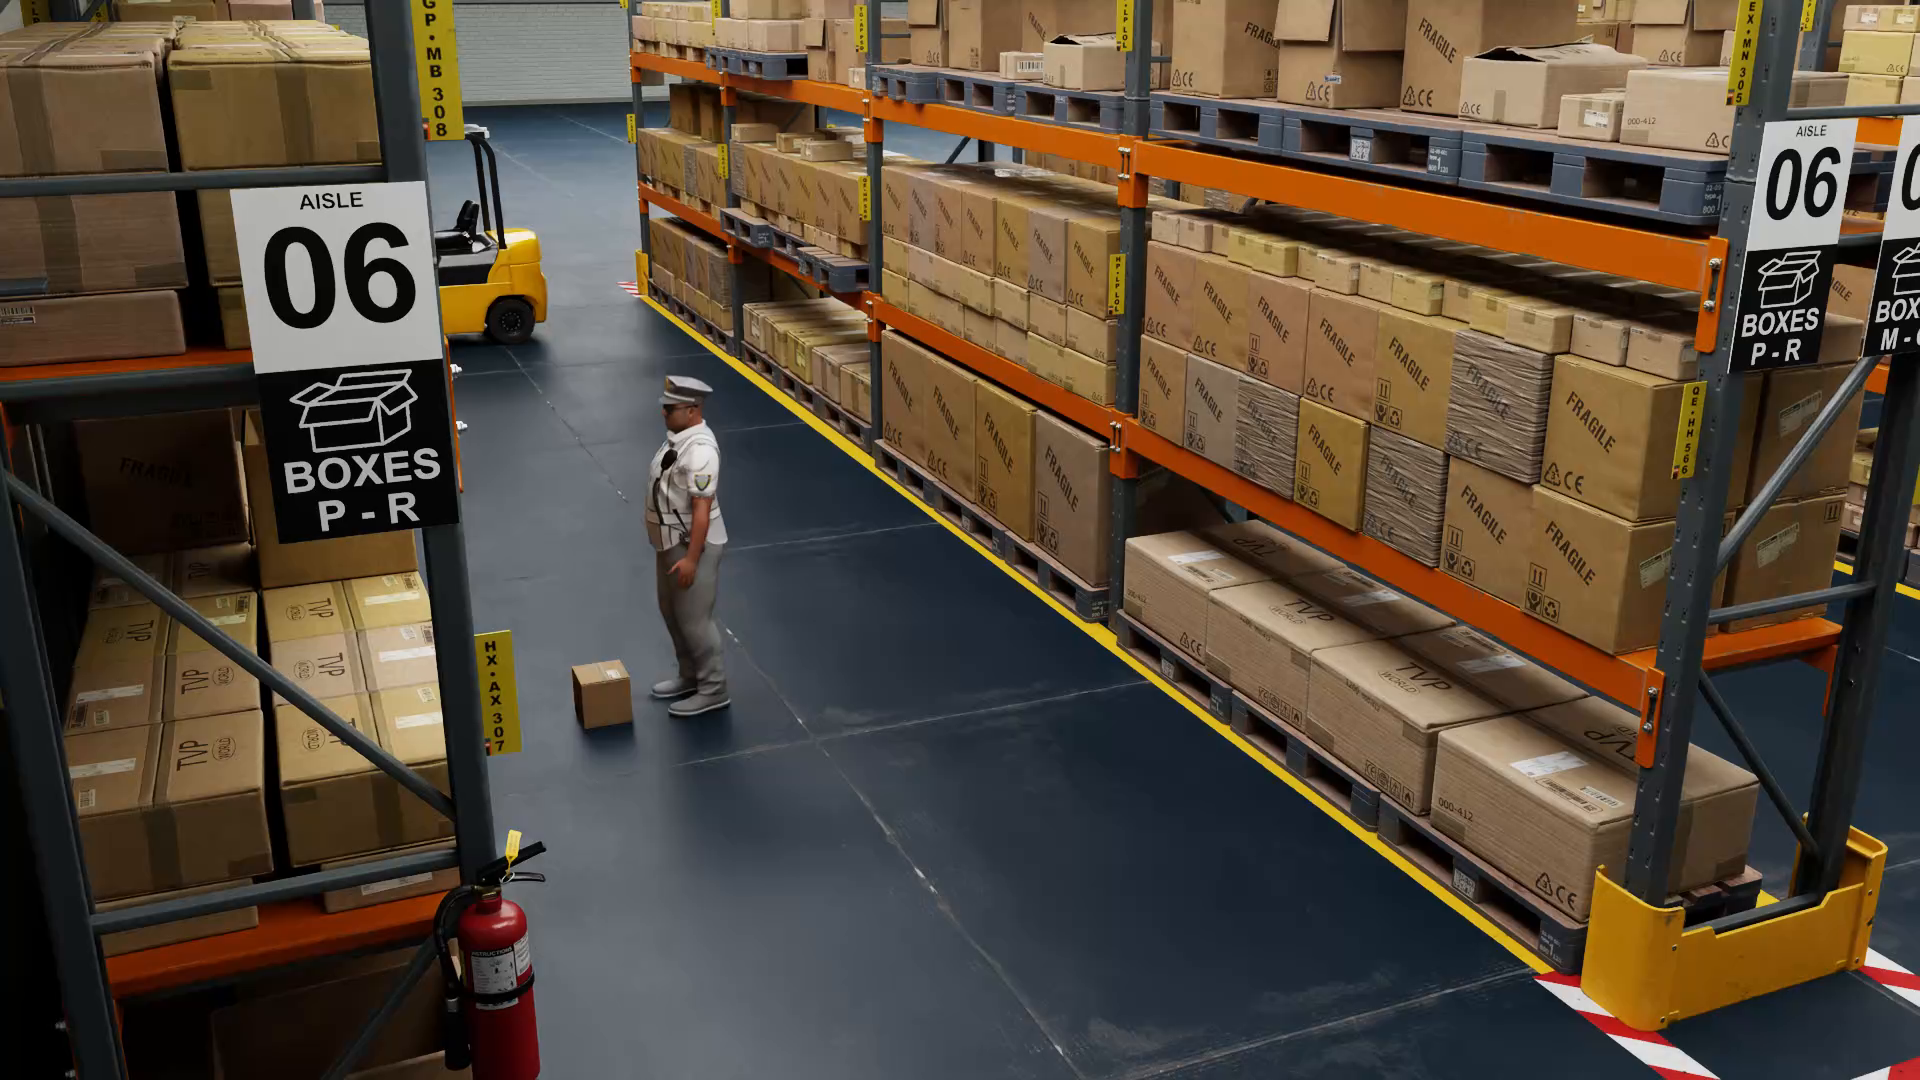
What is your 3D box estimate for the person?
[{"bbox_3d":[-1.398,0.021,8.477,0.397,1.762,0.534,-7,20,-21],"label":"person"}]
